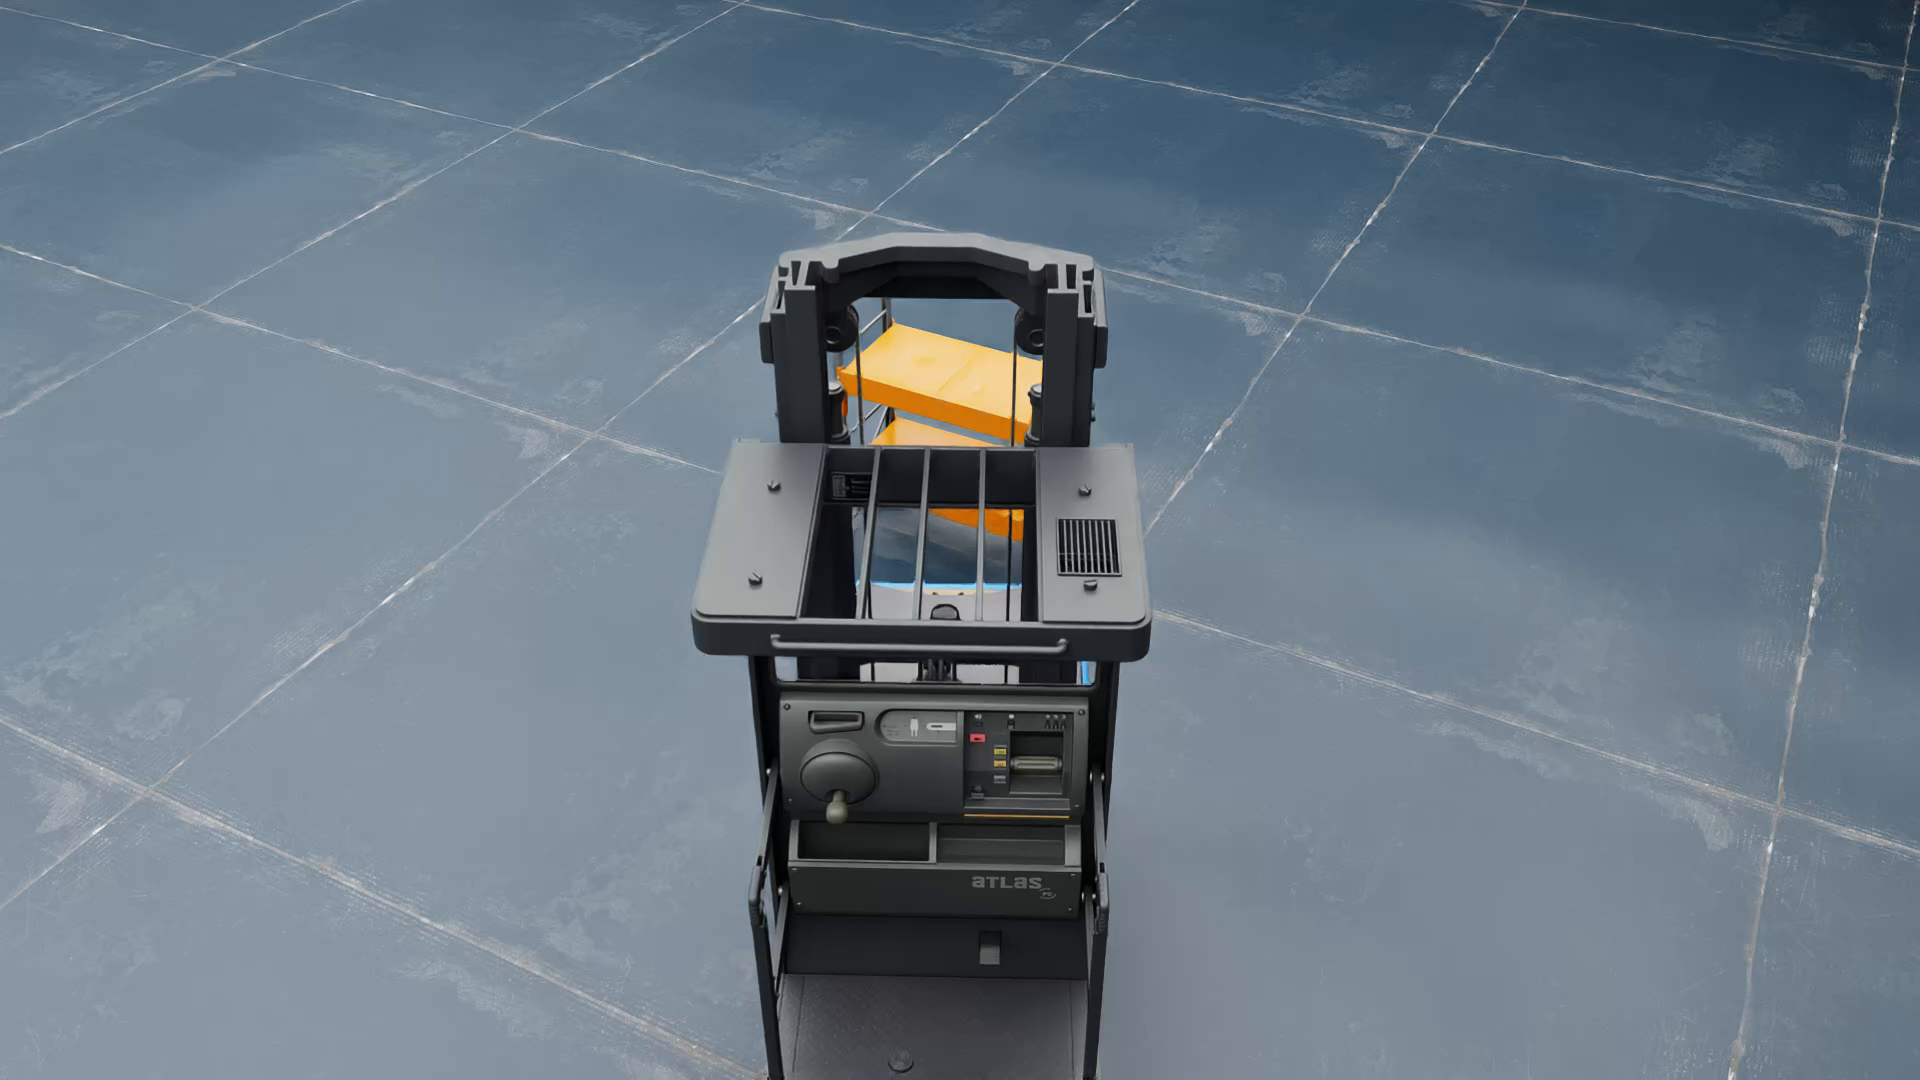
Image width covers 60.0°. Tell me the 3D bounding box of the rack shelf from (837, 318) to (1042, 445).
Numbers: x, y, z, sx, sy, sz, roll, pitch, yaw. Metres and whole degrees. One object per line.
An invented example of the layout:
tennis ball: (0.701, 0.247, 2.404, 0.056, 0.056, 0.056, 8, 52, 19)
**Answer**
rack shelf: (-0.006, -0.683, 7.735, 1.000, 0.278, 0.538, 17, 41, 21)

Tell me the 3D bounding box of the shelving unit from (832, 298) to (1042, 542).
shelving unit: (-0.006, -0.450, 7.912, 1.048, 1.125, 0.538, 17, 41, 21)

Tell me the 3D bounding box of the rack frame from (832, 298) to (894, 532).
rack frame: (-0.457, -0.591, 8.099, 0.032, 1.125, 0.500, 17, 41, 21)

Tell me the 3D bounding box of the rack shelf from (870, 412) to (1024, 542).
rack shelf: (-0.006, -0.255, 8.060, 1.000, 0.278, 0.538, 17, 41, 21)

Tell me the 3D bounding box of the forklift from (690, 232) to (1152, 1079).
forklift: (-0.082, 0.735, 4.858, 1.130, 2.935, 3.031, 1, 37, 1)
